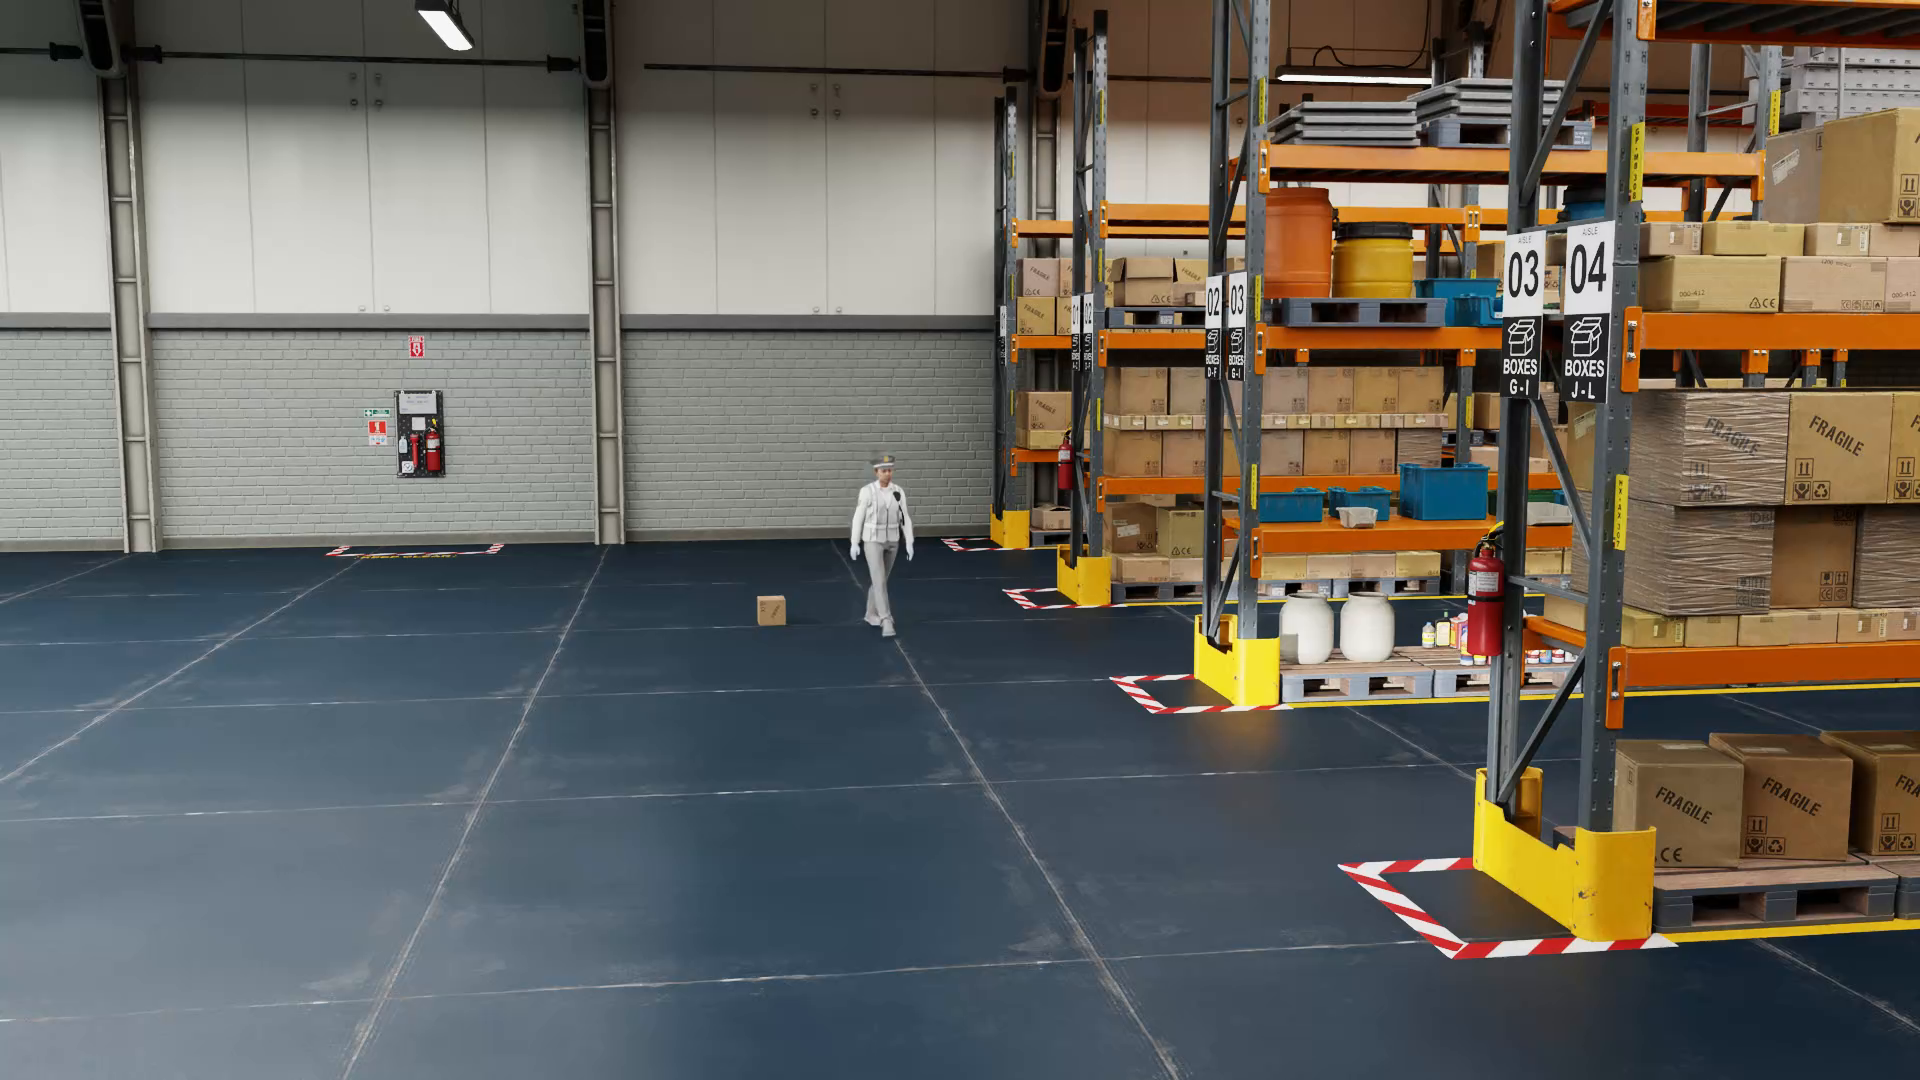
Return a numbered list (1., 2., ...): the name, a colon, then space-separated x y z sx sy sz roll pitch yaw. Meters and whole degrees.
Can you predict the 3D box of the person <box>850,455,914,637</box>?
1. person: -0.691 0.025 15.407 0.531 1.633 0.908 -4 7 -28
